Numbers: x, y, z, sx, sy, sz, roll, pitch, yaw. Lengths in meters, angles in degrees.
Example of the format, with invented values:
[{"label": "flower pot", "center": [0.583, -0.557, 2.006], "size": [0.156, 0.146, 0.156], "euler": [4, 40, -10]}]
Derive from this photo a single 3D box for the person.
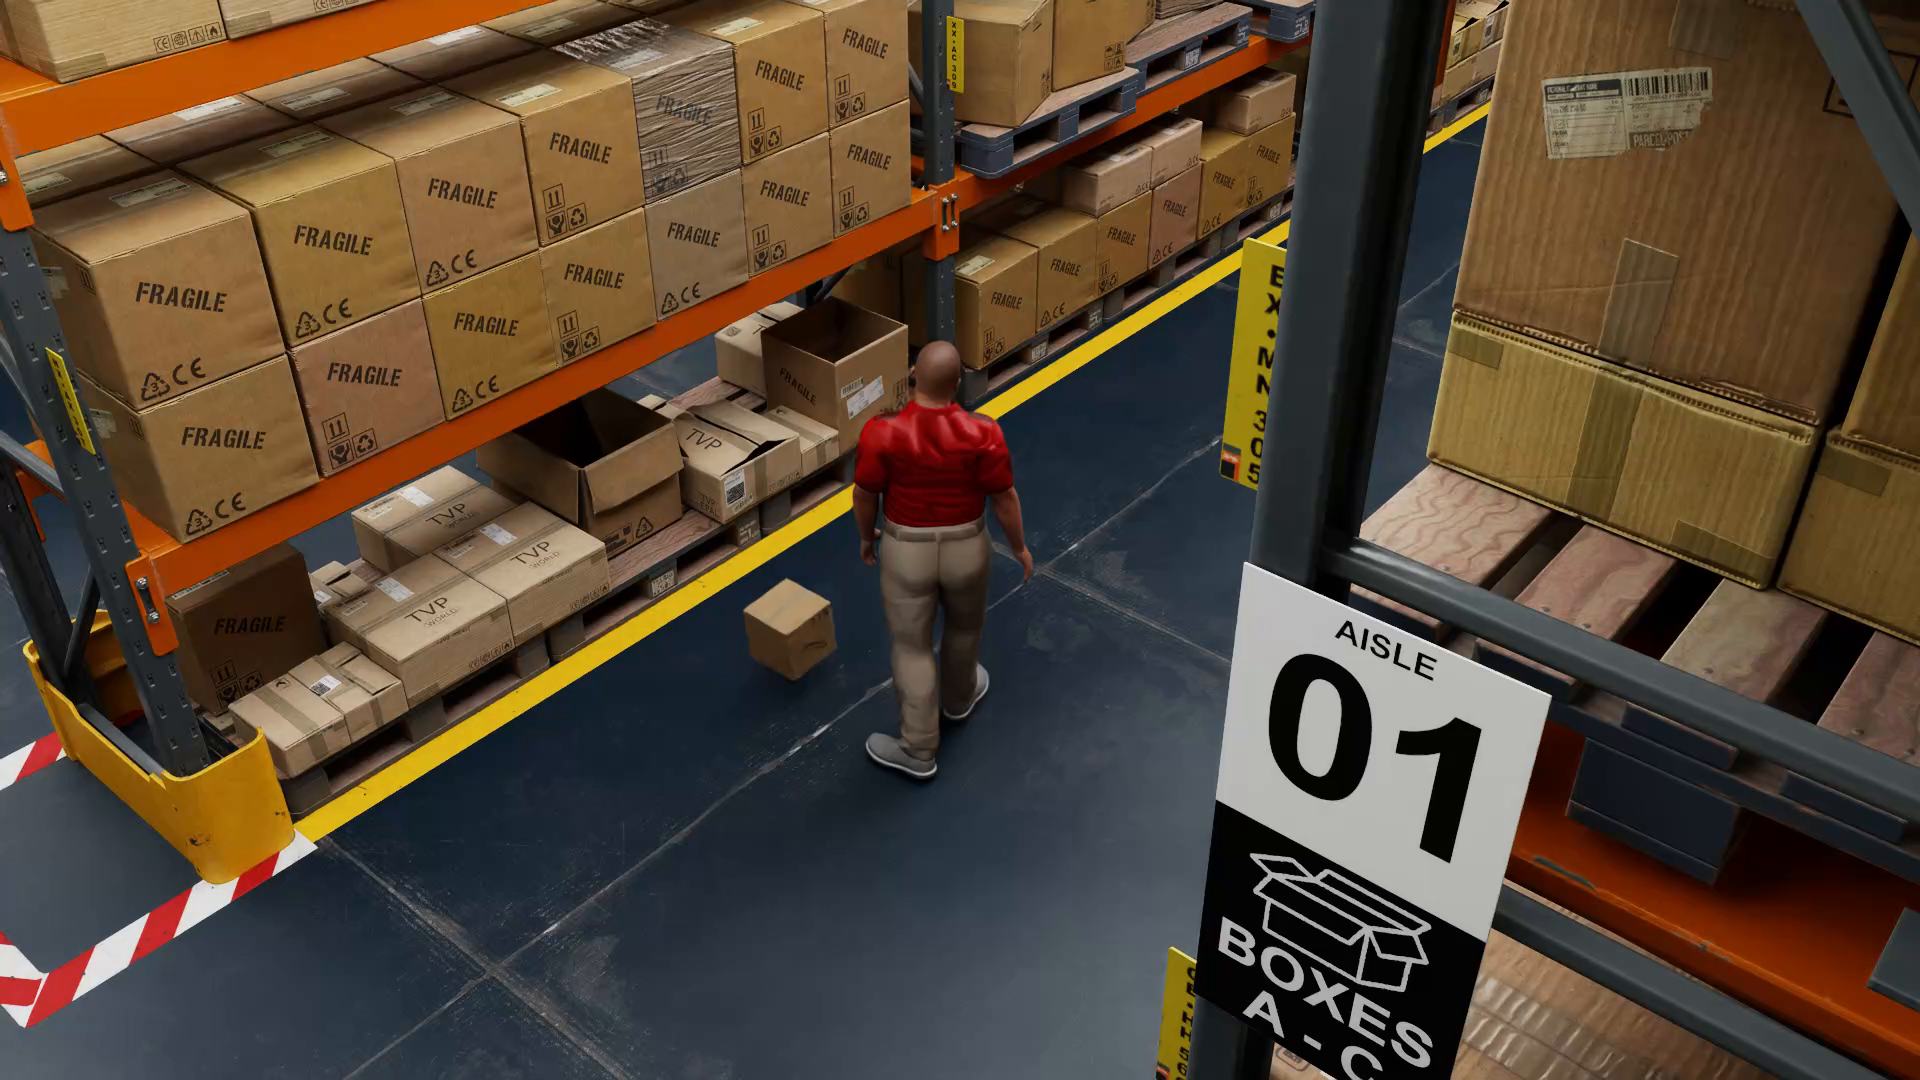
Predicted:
[{"label": "person", "center": [-0.059, 0.039, 6.102], "size": [0.652, 1.719, 0.658], "euler": [-3, 35, -5]}]
